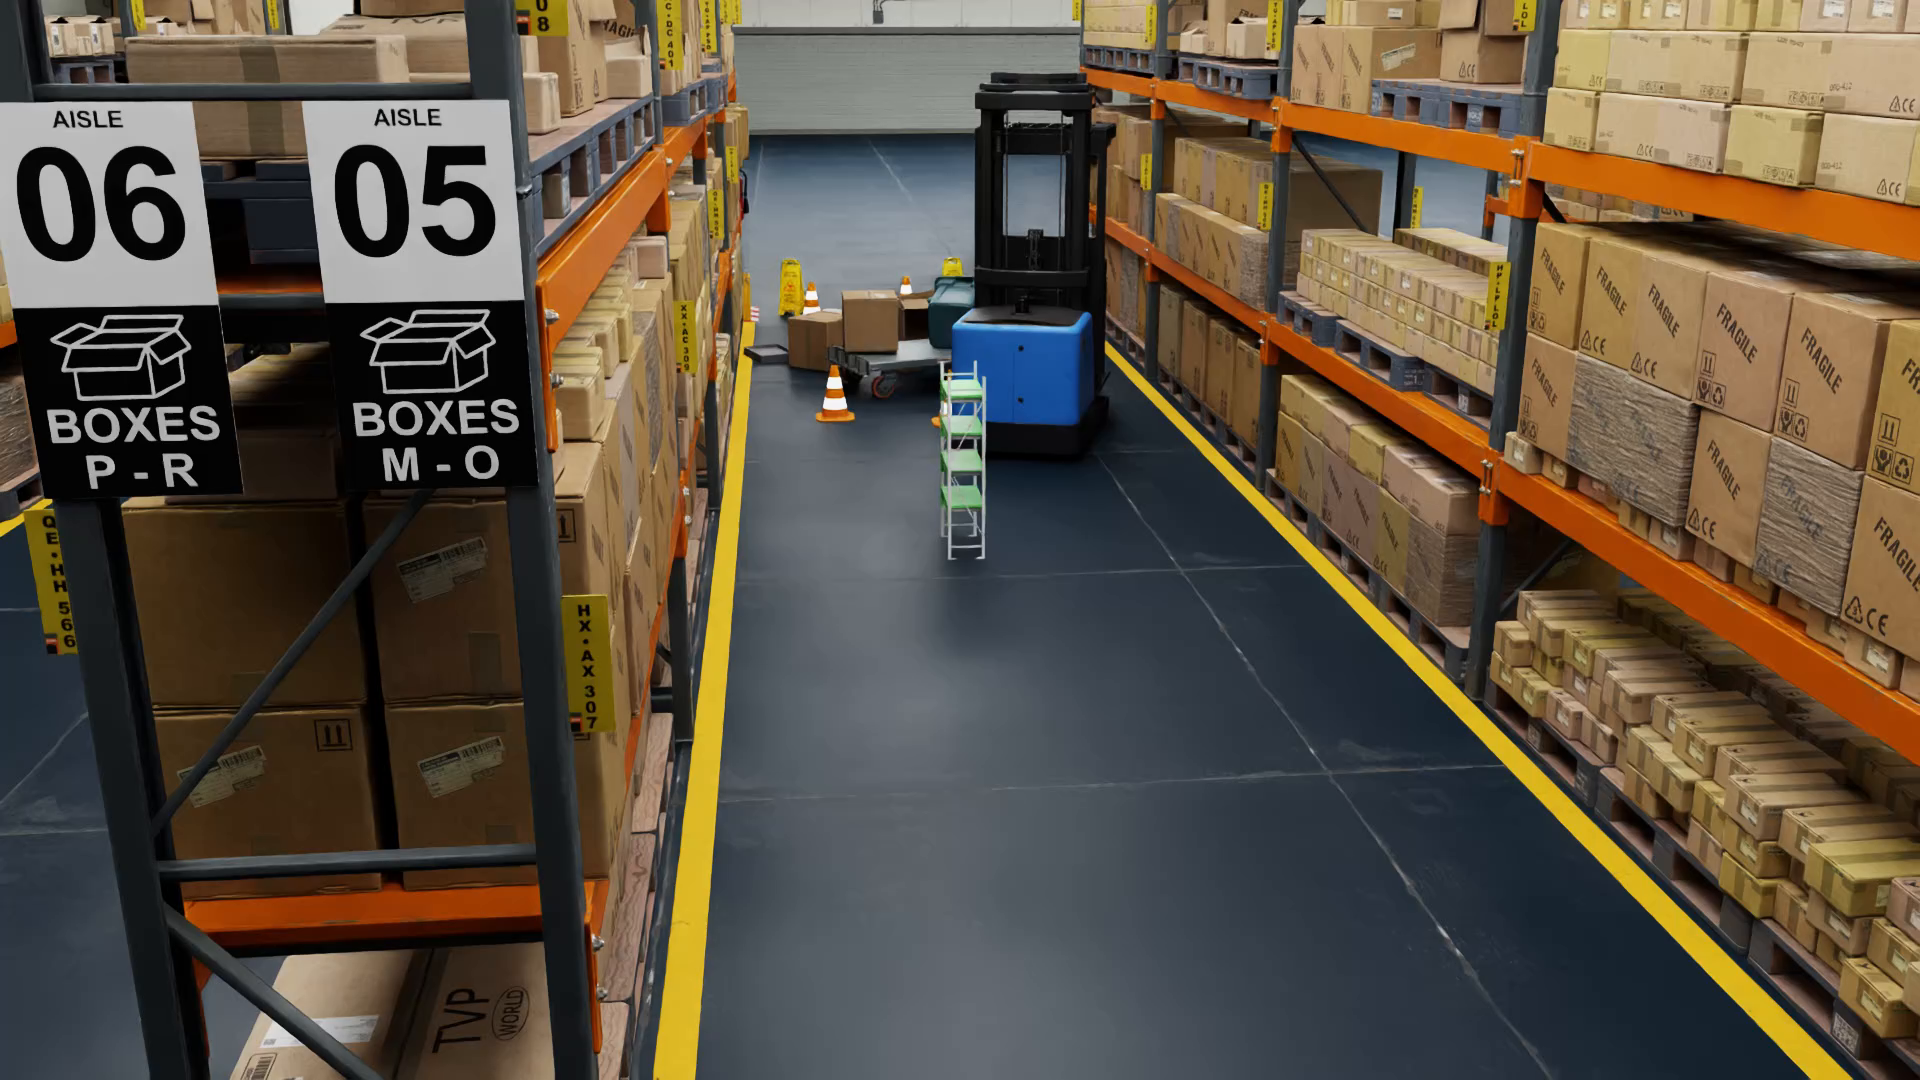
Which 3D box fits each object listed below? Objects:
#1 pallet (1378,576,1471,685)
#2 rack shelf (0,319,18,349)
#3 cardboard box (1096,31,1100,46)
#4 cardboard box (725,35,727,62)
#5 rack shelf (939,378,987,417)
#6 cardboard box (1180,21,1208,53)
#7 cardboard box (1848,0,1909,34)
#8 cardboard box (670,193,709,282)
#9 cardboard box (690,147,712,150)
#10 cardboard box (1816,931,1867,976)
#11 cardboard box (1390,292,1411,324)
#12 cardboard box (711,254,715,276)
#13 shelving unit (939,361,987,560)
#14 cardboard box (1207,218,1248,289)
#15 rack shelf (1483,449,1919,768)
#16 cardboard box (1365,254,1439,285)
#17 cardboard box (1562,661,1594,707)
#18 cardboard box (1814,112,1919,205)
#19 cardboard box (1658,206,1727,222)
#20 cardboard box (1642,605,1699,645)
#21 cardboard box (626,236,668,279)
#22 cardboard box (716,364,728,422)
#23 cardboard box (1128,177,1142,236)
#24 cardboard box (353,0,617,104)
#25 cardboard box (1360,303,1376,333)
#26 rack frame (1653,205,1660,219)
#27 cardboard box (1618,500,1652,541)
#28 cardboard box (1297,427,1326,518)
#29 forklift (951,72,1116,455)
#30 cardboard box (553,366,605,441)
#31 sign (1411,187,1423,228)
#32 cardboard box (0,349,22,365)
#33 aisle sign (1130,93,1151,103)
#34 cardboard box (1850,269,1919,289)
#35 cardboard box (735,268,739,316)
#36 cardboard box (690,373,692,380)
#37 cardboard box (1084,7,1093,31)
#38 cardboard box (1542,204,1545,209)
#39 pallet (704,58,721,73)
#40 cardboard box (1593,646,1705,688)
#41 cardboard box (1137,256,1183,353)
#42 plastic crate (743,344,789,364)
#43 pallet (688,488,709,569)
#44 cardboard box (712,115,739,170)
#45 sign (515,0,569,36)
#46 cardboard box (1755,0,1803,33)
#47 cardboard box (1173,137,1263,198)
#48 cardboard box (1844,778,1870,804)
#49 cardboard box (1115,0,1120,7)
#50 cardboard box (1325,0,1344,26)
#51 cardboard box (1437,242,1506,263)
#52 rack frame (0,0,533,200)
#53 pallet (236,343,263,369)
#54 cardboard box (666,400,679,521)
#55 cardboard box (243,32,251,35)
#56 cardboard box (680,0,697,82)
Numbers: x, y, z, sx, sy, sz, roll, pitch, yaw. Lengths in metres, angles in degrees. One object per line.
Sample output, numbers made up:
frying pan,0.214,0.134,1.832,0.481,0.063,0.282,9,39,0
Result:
pallet,3.039,0.467,9.336,1.003,0.211,1.213,-2,18,-6
rack shelf,-7.348,-1.738,12.906,1.077,0.370,4.000,-2,18,-6
cardboard box,1.678,-5.428,18.001,0.380,0.149,0.250,-2,18,-5
cardboard box,-2.453,-4.626,15.650,0.500,0.250,0.500,-2,18,-6
rack shelf,0.017,-0.920,10.716,0.258,0.148,0.480,-2,18,-6
cardboard box,2.109,-4.442,14.667,0.258,0.266,0.396,-2,18,-7
cardboard box,3.106,-1.700,5.327,0.380,0.149,0.250,-1,17,-4
cardboard box,-1.831,-1.866,10.277,0.500,0.500,0.500,-1,17,-5
cardboard box,-2.262,-3.196,13.900,0.380,0.149,0.250,-2,18,-7
cardboard box,3.203,1.415,5.720,0.380,0.149,0.250,-2,18,-6
cardboard box,2.743,-1.359,9.719,0.380,0.149,0.250,-2,18,-5
cardboard box,-2.040,-2.074,12.493,0.380,0.149,0.250,-2,18,-5
shelving unit,0.017,-0.523,10.840,0.258,1.200,0.503,-2,18,-6
cardboard box,2.293,-2.294,13.310,0.500,0.500,0.500,-2,18,-7
rack shelf,3.327,0.308,6.389,1.077,0.370,4.000,-2,18,-6
cardboard box,2.700,-1.652,10.156,0.380,0.149,0.250,-1,17,-4
cardboard box,3.016,0.649,7.665,0.380,0.149,0.250,-2,18,-6
cardboard box,3.125,-1.226,5.318,0.500,0.250,0.500,-1,17,-3
cardboard box,7.182,-3.383,15.243,1.000,1.000,1.000,-2,18,-5
cardboard box,3.482,0.418,7.904,0.380,0.149,0.250,-2,17,-5
cardboard box,-1.444,-1.200,7.074,0.380,0.149,0.250,-2,18,-7
cardboard box,-2.410,-1.201,13.680,0.950,0.372,0.625,-1,17,-4
cardboard box,2.166,-3.359,16.618,0.875,0.550,0.550,-2,18,-6
cardboard box,-1.622,-1.776,5.777,0.797,0.503,0.637,0,17,-1
cardboard box,2.692,-1.369,10.248,0.380,0.149,0.250,-2,17,-5
rack frame,7.239,-3.138,16.164,1.000,3.000,0.127,-2,18,-6
cardboard box,2.988,-0.106,6.926,0.380,0.149,0.250,-1,17,-5
cardboard box,2.582,-0.462,11.114,0.500,0.500,0.500,-2,17,-5
forklift,0.713,-2.465,14.134,1.130,2.935,3.031,3,18,11
cardboard box,-1.152,-0.362,4.402,0.380,0.149,0.250,-1,17,-4
sign,3.247,-2.357,11.876,0.100,0.325,0.005,-2,18,-6
cardboard box,-7.338,-1.134,13.045,0.875,0.625,0.625,-3,18,-8
aisle sign,2.174,-5.477,19.275,0.394,0.787,0.004,-2,18,-6
cardboard box,3.605,-0.706,6.084,0.500,0.500,0.500,-2,18,-7
cardboard box,-2.477,-2.421,16.519,0.500,0.500,0.500,-1,17,-3
cardboard box,-1.639,-0.909,8.481,0.500,0.250,0.500,-2,17,-5
cardboard box,1.677,-5.804,18.535,0.500,0.250,0.500,-2,18,-6
cardboard box,6.702,-3.819,18.752,0.380,0.149,0.250,-2,18,-6
pallet,-2.660,-3.986,14.171,1.213,0.211,1.003,-2,18,-6
cardboard box,3.044,0.589,7.360,0.380,0.149,0.250,-2,18,-7
cardboard box,2.300,-2.391,16.631,0.875,0.875,0.875,-2,17,-5
plastic crate,-1.964,-1.932,17.196,0.402,0.080,0.583,-8,19,-25
pallet,-2.199,-0.072,11.055,1.003,0.211,1.213,-2,18,-6
cardboard box,-2.478,-3.789,15.905,0.700,0.500,0.500,-2,18,-5
sign,-0.827,-1.158,3.257,0.100,0.325,0.005,-2,18,-6
cardboard box,3.037,-1.855,5.819,0.380,0.149,0.250,-2,18,-7
cardboard box,2.352,-3.392,15.136,0.700,0.500,0.500,-2,18,-7
cardboard box,3.540,1.026,6.465,0.380,0.149,0.250,-1,17,-3
cardboard box,1.784,-5.506,16.919,0.380,0.149,0.250,-2,17,-5
cardboard box,2.529,-3.384,10.496,0.396,0.266,0.258,-2,18,-6
cardboard box,3.296,-1.823,10.701,0.380,0.149,0.250,-1,17,-4
rack frame,-1.380,-2.119,2.902,1.000,3.000,0.127,-2,18,-6
pallet,-7.724,-1.949,17.033,1.003,0.211,1.213,-2,18,-6
cardboard box,-1.491,-0.366,7.167,0.500,0.500,0.500,-2,18,-5
cardboard box,-7.580,-5.191,17.247,0.380,0.149,0.250,-2,18,-7
cardboard box,-1.735,-2.803,9.221,0.500,0.500,0.500,-2,18,-5
